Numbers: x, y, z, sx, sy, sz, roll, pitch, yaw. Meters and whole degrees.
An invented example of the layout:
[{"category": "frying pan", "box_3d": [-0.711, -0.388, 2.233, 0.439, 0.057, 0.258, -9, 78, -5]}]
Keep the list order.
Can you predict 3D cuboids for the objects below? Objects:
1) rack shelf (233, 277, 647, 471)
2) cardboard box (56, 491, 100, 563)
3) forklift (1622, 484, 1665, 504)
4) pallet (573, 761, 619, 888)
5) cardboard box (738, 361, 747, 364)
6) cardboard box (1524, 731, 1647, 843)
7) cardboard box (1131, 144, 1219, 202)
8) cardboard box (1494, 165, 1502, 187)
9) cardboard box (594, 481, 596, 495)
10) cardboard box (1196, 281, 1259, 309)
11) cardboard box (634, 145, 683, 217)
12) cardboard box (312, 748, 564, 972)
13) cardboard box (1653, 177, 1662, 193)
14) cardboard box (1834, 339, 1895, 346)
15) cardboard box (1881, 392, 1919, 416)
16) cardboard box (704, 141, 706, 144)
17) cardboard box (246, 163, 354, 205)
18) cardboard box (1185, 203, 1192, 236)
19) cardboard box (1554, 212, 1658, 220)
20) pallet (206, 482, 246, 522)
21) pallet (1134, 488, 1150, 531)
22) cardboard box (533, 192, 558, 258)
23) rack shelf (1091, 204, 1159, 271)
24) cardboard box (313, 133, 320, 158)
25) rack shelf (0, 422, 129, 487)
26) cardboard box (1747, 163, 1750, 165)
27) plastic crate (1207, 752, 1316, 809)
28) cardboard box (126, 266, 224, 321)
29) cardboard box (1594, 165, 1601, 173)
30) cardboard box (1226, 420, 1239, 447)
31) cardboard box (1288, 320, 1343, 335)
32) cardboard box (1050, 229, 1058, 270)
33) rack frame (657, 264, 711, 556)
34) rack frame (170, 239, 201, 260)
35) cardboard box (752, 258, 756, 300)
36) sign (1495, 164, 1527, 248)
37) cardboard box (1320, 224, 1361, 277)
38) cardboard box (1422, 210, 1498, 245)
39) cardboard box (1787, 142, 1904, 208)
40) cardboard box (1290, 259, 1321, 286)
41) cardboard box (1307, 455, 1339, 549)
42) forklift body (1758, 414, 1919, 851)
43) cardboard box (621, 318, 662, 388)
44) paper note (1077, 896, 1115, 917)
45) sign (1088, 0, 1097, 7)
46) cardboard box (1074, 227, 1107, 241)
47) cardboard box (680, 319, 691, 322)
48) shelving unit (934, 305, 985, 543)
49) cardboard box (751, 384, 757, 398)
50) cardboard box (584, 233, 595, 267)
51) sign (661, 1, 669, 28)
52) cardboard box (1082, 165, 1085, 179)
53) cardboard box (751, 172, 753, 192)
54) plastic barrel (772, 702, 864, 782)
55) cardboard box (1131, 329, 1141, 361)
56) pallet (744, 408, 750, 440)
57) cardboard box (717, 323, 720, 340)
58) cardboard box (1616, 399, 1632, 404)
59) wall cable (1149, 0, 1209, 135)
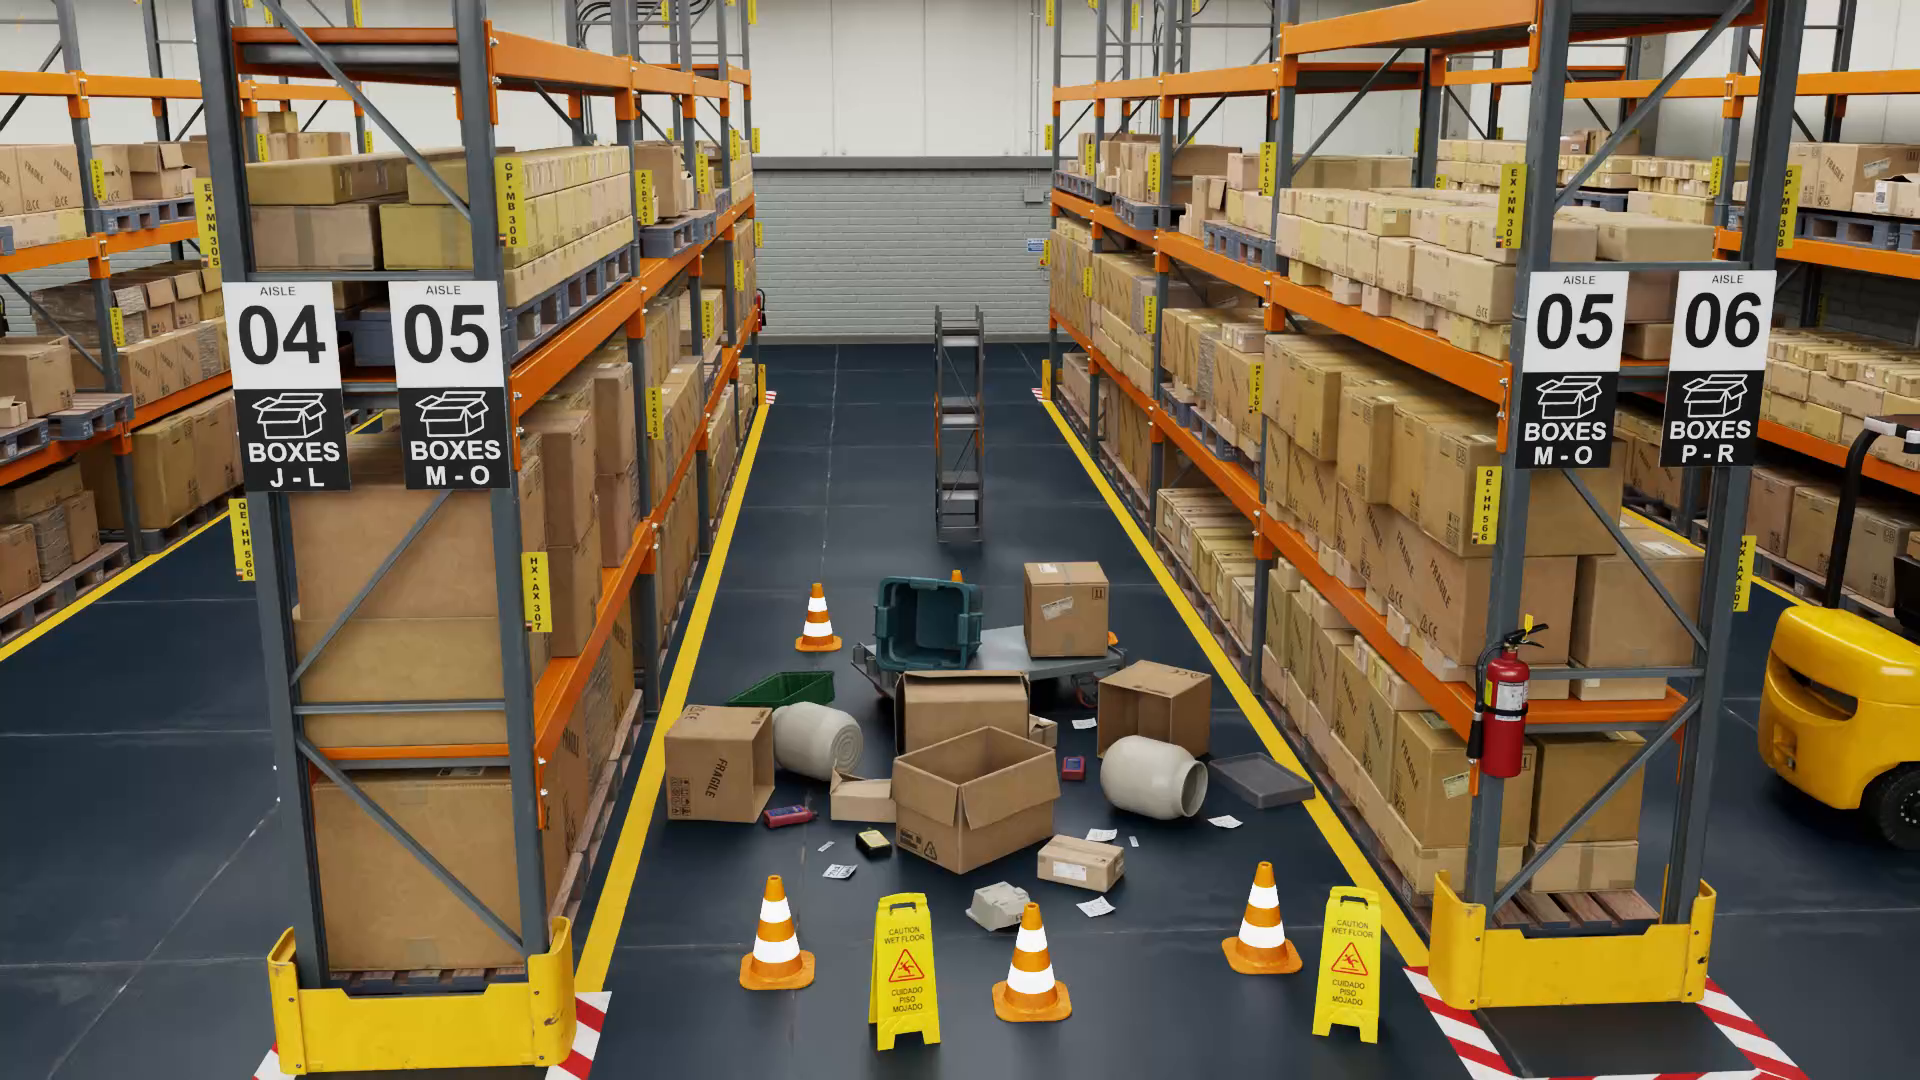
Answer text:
[{"category": "rack shelf", "box_3d": [-2.342, -0.931, 8.274, 1.077, 0.370, 4.000, -1, 14, -3]}, {"category": "cardboard box", "box_3d": [-7.609, -0.104, 13.768, 0.700, 0.500, 0.500, -2, 15, -6]}, {"category": "forklift", "box_3d": [5.431, -1.732, 16.099, 3.031, 2.935, 1.130, 3, 15, 13]}, {"category": "pallet", "box_3d": [-2.418, 1.520, 8.917, 1.003, 0.211, 1.213, -1, 14, -3]}, {"category": "cardboard box", "box_3d": [-2.965, -2.229, 21.576, 0.380, 0.149, 0.250, -1, 14, -2]}, {"category": "cardboard box", "box_3d": [2.940, 1.123, 8.036, 0.500, 0.500, 0.500, -1, 14, -5]}, {"category": "cardboard box", "box_3d": [1.970, -3.369, 15.259, 0.700, 0.500, 0.500, -2, 15, -6]}, {"category": "cardboard box", "box_3d": [6.604, -4.263, 19.481, 0.500, 0.250, 0.500, -1, 14, -5]}, {"category": "cardboard box", "box_3d": [-2.458, -0.033, 9.057, 0.875, 0.550, 0.550, -1, 14, -3]}, {"category": "cardboard box", "box_3d": [2.434, -2.080, 15.107, 0.500, 0.500, 0.500, -1, 14, -5]}, {"category": "cardboard box", "box_3d": [-2.326, -2.644, 12.243, 0.500, 0.500, 0.500, -1, 14, -3]}, {"category": "cardboard box", "box_3d": [-2.326, 1.328, 7.489, 0.875, 0.875, 0.875, -1, 14, -3]}, {"category": "cardboard box", "box_3d": [6.900, -3.410, 15.966, 0.380, 0.149, 0.250, -1, 14, -3]}, {"category": "cardboard box", "box_3d": [7.565, -1.595, 13.925, 0.380, 0.149, 0.250, -1, 14, -5]}, {"category": "cardboard box", "box_3d": [7.098, -0.919, 12.100, 0.500, 0.250, 0.500, -1, 14, -5]}, {"category": "cardboard box", "box_3d": [-3.418, -4.976, 21.049, 0.380, 0.149, 0.250, 0, 14, -1]}, {"category": "cardboard box", "box_3d": [-2.577, -1.377, 6.424, 0.380, 0.149, 0.250, -1, 14, -3]}, {"category": "cardboard box", "box_3d": [2.086, -2.664, 13.834, 0.396, 0.266, 0.258, -1, 14, -3]}, {"category": "cardboard box", "box_3d": [2.971, -1.429, 7.669, 0.380, 0.149, 0.250, -1, 14, -4]}, {"category": "pallet", "box_3d": [-7.716, -0.417, 16.448, 1.003, 0.211, 1.213, -1, 14, -3]}, {"category": "pallet", "box_3d": [2.247, -0.268, 15.866, 1.003, 0.211, 1.213, -1, 14, -3]}, {"category": "cardboard box", "box_3d": [-2.024, -1.356, 7.141, 0.500, 0.250, 0.500, -1, 14, -4]}, {"category": "rack shelf", "box_3d": [2.097, -3.023, 16.401, 1.077, 0.370, 4.000, -1, 14, -3]}, {"category": "cardboard box", "box_3d": [-8.085, -4.612, 19.892, 0.700, 0.500, 0.500, -2, 15, -7]}, {"category": "rack shelf", "box_3d": [-7.546, -0.422, 12.314, 1.077, 0.370, 4.000, -1, 14, -3]}, {"category": "cardboard box", "box_3d": [7.441, -3.375, 15.232, 0.380, 0.149, 0.250, -1, 14, -3]}, {"category": "plastic crate", "box_3d": [1.747, 1.391, 9.683, 0.402, 0.080, 0.583, -6, 16, -23]}, {"category": "cardboard box", "box_3d": [-7.839, -2.467, 16.606, 0.797, 0.503, 0.637, -1, 14, -3]}, {"category": "cardboard box", "box_3d": [6.656, -3.820, 16.920, 0.380, 0.149, 0.250, -1, 14, -3]}, {"category": "cardboard box", "box_3d": [2.111, -0.761, 11.849, 0.380, 0.149, 0.250, -1, 14, -4]}, {"category": "cardboard box", "box_3d": [2.622, -1.527, 12.223, 0.380, 0.149, 0.250, 0, 14, 0]}, {"category": "cardboard box", "box_3d": [1.471, -3.819, 21.867, 0.500, 0.500, 0.500, -1, 14, -5]}, {"category": "rack frame", "box_3d": [-2.714, -1.319, 14.358, 1.000, 3.000, 0.127, -1, 14, -3]}, {"category": "rack frame", "box_3d": [-7.918, -2.263, 18.024, 1.000, 3.000, 0.127, -1, 14, -3]}, {"category": "cardboard box", "box_3d": [-2.924, -3.394, 21.622, 0.500, 0.500, 0.500, -1, 14, -2]}, {"category": "sign", "box_3d": [2.161, -1.309, 6.522, 0.100, 0.325, 0.005, -1, 14, -3]}, {"category": "cardboard box", "box_3d": [2.282, -1.584, 9.069, 0.500, 0.250, 0.500, -1, 14, -3]}, {"category": "cardboard box", "box_3d": [2.417, -1.481, 7.869, 0.380, 0.149, 0.250, -1, 14, -3]}, {"category": "cardboard box", "box_3d": [7.107, -2.943, 13.406, 0.700, 0.500, 0.500, -1, 14, -5]}, {"category": "cardboard box", "box_3d": [2.201, -1.610, 9.971, 0.380, 0.149, 0.250, -1, 14, -3]}, {"category": "cardboard box", "box_3d": [2.290, -0.255, 9.425, 0.500, 0.500, 0.500, -1, 14, -4]}, {"category": "forklift body", "box_3d": [5.732, 0.459, 9.150, 2.313, 2.155, 1.214, -1, 14, -3]}, {"category": "cardboard box", "box_3d": [-2.597, -1.360, 12.308, 0.700, 0.500, 0.500, -1, 14, -4]}, {"category": "paper note", "box_3d": [0.671, 1.802, 8.184, 0.148, 0.019, 0.142, -6, 16, -23]}, {"category": "sign", "box_3d": [1.417, -5.848, 17.726, 0.100, 0.325, 0.005, -1, 14, -3]}, {"category": "cardboard box", "box_3d": [1.590, -3.714, 20.156, 0.380, 0.149, 0.250, -1, 14, -3]}, {"category": "cardboard box", "box_3d": [-2.579, -1.935, 15.218, 0.380, 0.149, 0.250, -1, 14, -4]}, {"category": "shelving unit", "box_3d": [-0.010, -1.058, 15.148, 0.431, 2.100, 0.503, -1, 14, -3]}, {"category": "cardboard box", "box_3d": [-2.851, -1.942, 21.655, 0.380, 0.149, 0.250, 0, 14, -2]}, {"category": "cardboard box", "box_3d": [-2.029, -1.442, 8.276, 0.380, 0.149, 0.250, -1, 14, -4]}, {"category": "sign", "box_3d": [-3.751, -6.697, 21.184, 0.100, 0.325, 0.005, -1, 14, -3]}, {"category": "cardboard box", "box_3d": [1.598, -4.218, 19.065, 0.380, 0.149, 0.250, -1, 14, -2]}, {"category": "cardboard box", "box_3d": [-2.917, -4.580, 21.312, 0.500, 0.250, 0.500, -1, 14, -5]}, {"category": "plastic barrel", "box_3d": [-0.864, 1.182, 9.808, 0.512, 0.421, 0.421, 10, 18, 35]}, {"category": "cardboard box", "box_3d": [1.902, -1.834, 15.657, 0.500, 0.250, 0.500, -1, 14, -5]}, {"category": "pallet", "box_3d": [-3.117, -1.434, 20.401, 1.003, 0.211, 1.213, -1, 14, -3]}, {"category": "cardboard box", "box_3d": [-2.709, -2.173, 17.339, 0.380, 0.149, 0.250, -1, 14, -4]}, {"category": "cardboard box", "box_3d": [6.827, -1.383, 17.478, 0.380, 0.149, 0.250, 0, 14, -1]}, {"category": "wall cable", "box_3d": [4.625, -7.789, 27.388, 2.988, 3.039, 0.133, -1, 14, -3]}]
